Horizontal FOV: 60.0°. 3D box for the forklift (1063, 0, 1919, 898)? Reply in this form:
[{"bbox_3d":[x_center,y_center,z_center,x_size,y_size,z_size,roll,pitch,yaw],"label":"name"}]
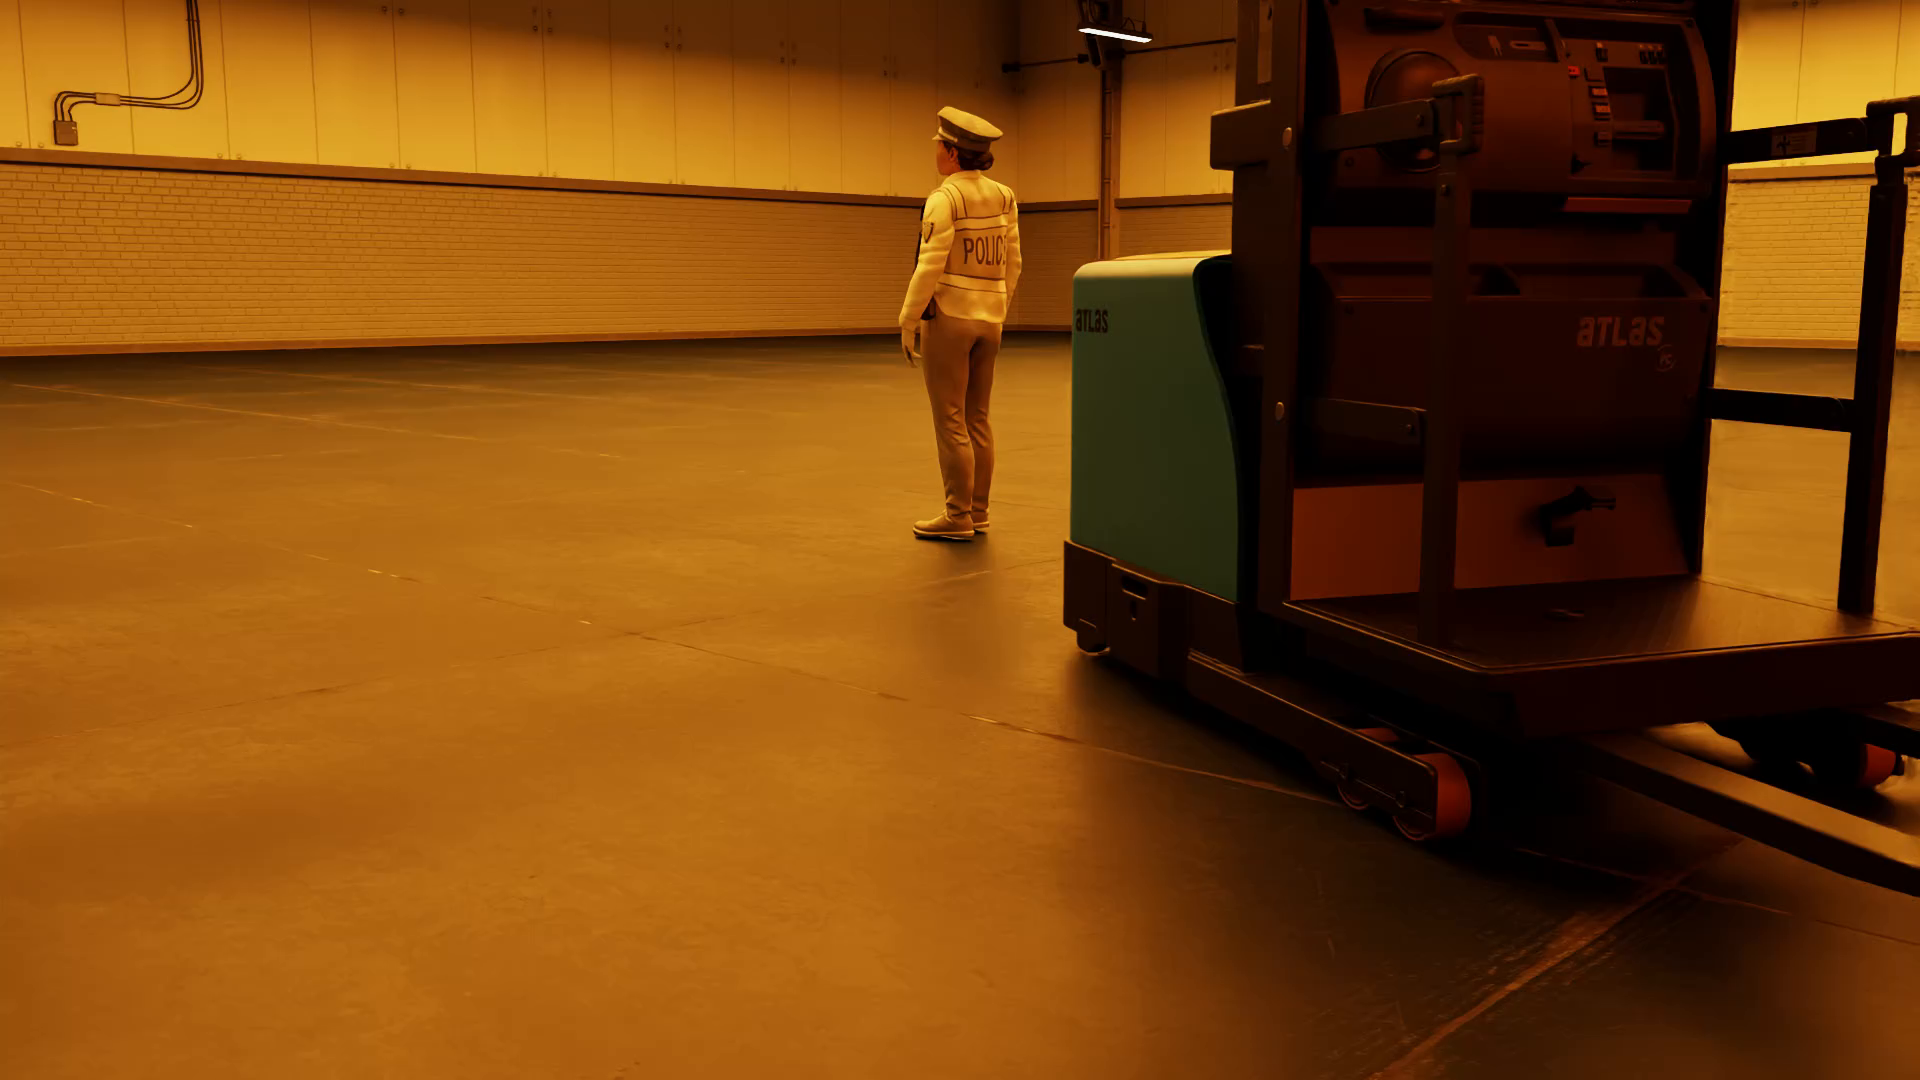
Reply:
[{"bbox_3d":[1.245,-0.963,3.269,1.130,2.935,3.031,-3,9,-19],"label":"forklift"}]

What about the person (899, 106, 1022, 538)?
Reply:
[{"bbox_3d":[-0.045,-0.853,6.642,0.531,1.695,0.587,8,12,43],"label":"person"}]
